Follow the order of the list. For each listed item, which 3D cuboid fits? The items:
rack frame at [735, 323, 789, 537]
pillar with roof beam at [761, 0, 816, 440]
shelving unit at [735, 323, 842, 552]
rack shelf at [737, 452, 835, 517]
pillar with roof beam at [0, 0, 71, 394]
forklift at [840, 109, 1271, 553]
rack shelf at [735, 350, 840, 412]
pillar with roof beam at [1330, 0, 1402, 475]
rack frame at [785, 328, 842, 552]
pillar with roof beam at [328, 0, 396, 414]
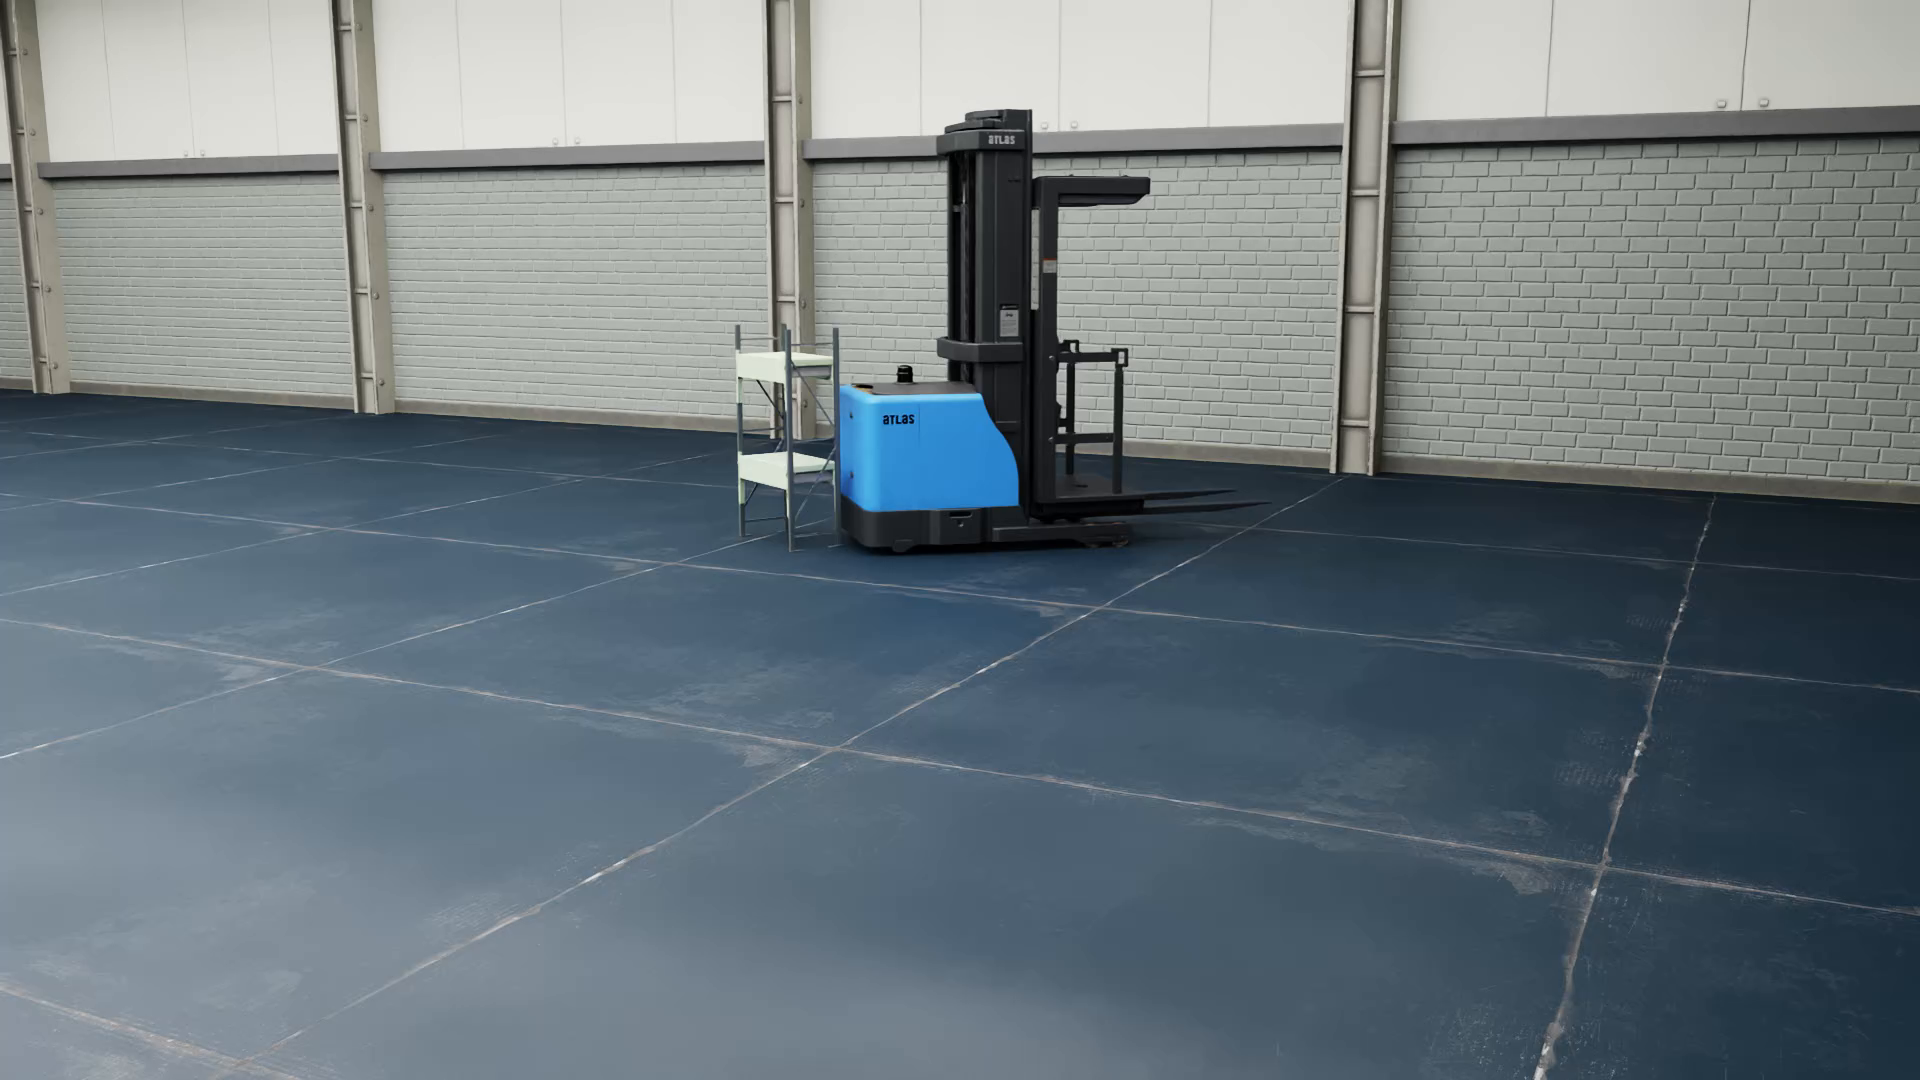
[{"bbox_3d":[-1.403,-0.783,11.842,0.400,1.500,0.023,-7,12,-34],"label":"rack frame"},{"bbox_3d":[-3.684,-4.833,13.165,0.400,9.000,9.100,5,11,26],"label":"pillar with roof beam"},{"bbox_3d":[-1.196,-0.729,11.545,0.431,1.500,0.755,-7,12,-34],"label":"shelving unit"},{"bbox_3d":[-1.196,-0.408,11.603,0.431,0.370,0.720,-7,12,-34],"label":"rack shelf"},{"bbox_3d":[-14.445,-5.778,18.390,0.400,9.000,9.100,5,11,26],"label":"pillar with roof beam"},{"bbox_3d":[0.696,-1.480,11.679,3.031,2.935,1.130,-3,11,-15],"label":"forklift"},{"bbox_3d":[-1.196,-1.113,11.476,0.431,0.370,0.720,-7,12,-34],"label":"rack shelf"},{"bbox_3d":[1.697,-4.360,10.553,0.400,9.000,9.100,5,11,26],"label":"pillar with roof beam"},{"bbox_3d":[-0.988,-0.675,11.249,0.400,1.500,0.023,-7,12,-34],"label":"rack frame"},{"bbox_3d":[-9.064,-5.306,15.778,0.400,9.000,9.100,5,11,26],"label":"pillar with roof beam"}]
